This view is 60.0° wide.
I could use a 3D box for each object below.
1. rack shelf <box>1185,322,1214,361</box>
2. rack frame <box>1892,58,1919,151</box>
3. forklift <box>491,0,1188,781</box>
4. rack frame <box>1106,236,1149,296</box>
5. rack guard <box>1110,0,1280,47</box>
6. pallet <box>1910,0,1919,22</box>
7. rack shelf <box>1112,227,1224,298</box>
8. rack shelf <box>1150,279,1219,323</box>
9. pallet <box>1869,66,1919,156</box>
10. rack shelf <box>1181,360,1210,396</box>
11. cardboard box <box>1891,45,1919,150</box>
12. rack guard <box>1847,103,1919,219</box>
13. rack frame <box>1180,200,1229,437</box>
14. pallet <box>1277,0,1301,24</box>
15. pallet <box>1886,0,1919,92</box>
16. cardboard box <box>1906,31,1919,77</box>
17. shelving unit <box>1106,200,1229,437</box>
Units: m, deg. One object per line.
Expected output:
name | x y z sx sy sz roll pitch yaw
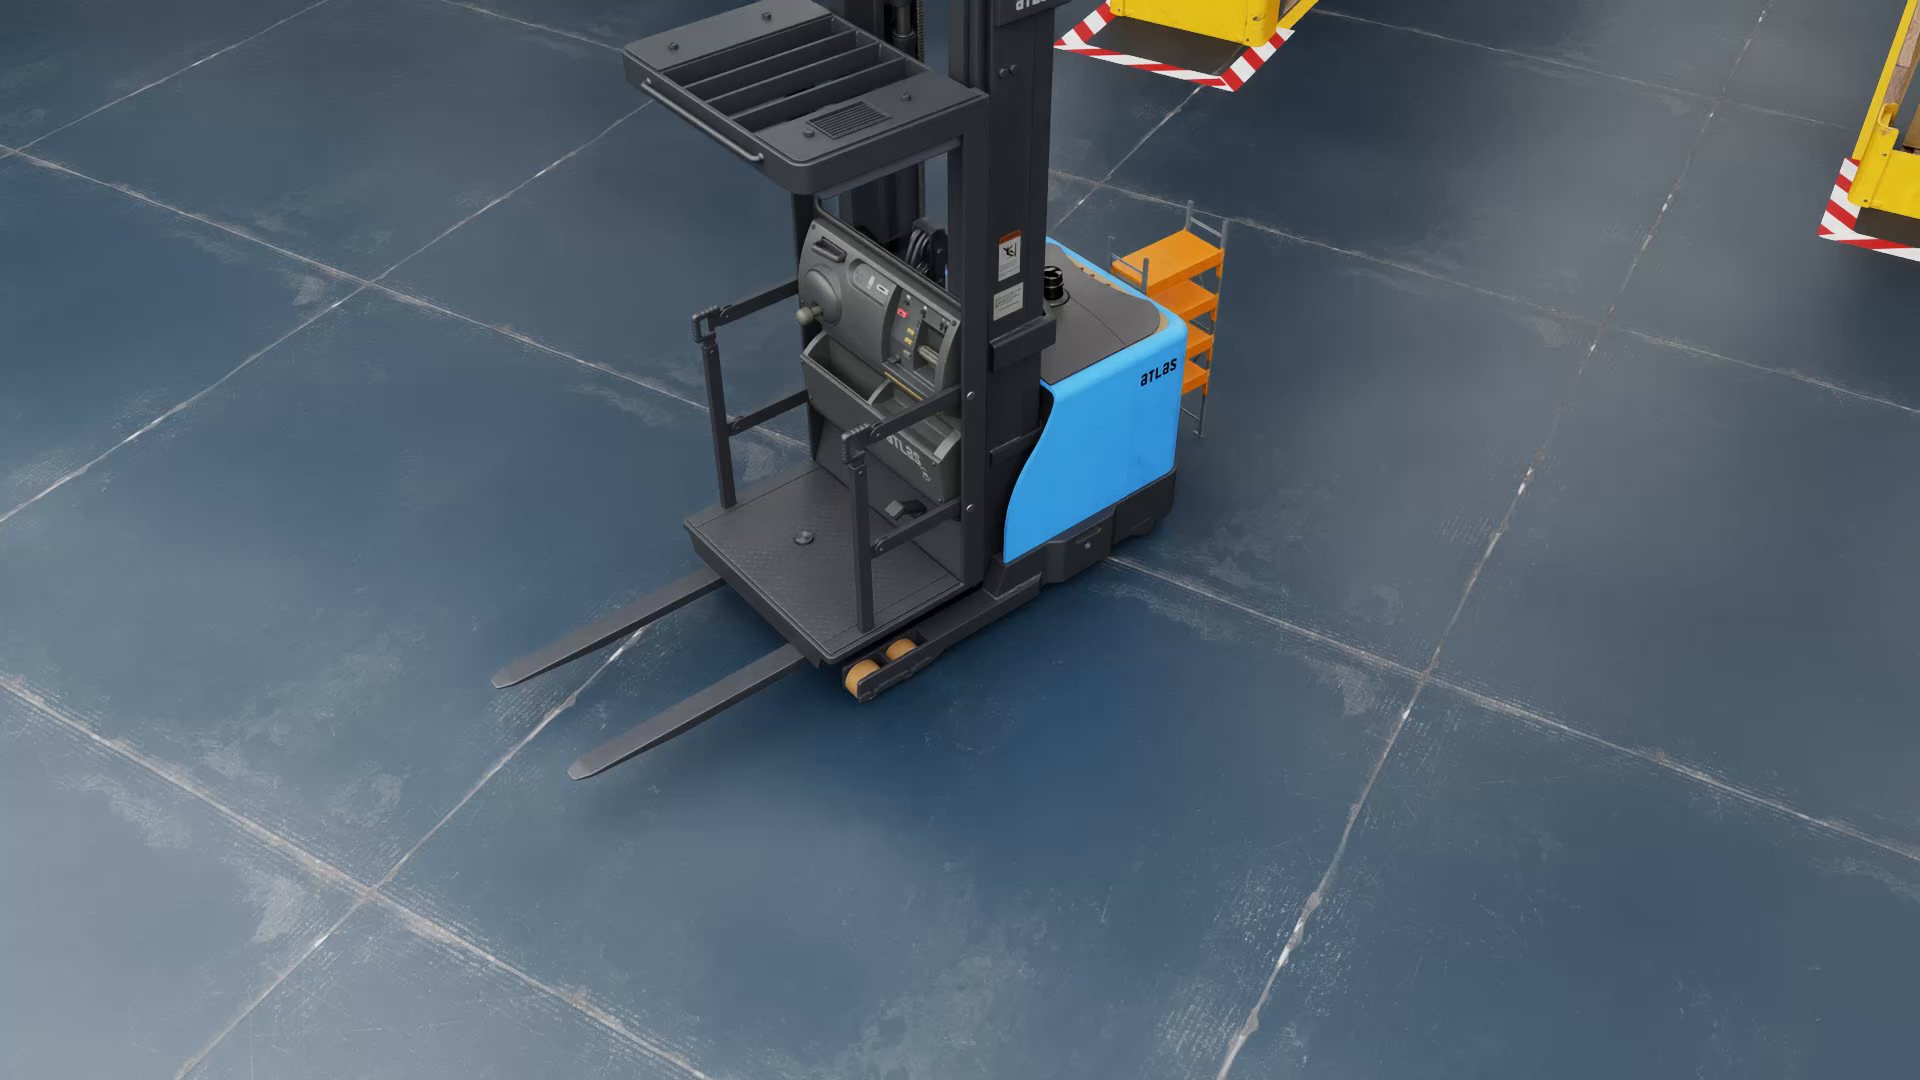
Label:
rack shelf | 0.918 -0.864 7.740 0.480 0.148 0.258 -28 49 -28
rack frame | 5.840 -3.040 8.748 1.000 3.000 0.127 21 45 22
forklift | -0.483 -0.839 6.301 3.031 2.935 1.130 -28 49 -28
rack frame | 0.729 -0.812 7.580 0.015 1.200 0.240 -28 49 -28
rack guard | 1.634 -3.843 11.551 1.175 0.500 0.348 21 45 22
pallet | 7.393 -3.873 11.804 1.003 0.211 1.213 21 45 22
rack shelf | 0.918 -1.209 7.436 0.480 0.148 0.258 -28 49 -28
rack shelf | 0.918 -1.032 7.593 0.480 0.148 0.258 -28 49 -28
pallet | 6.172 -2.477 10.218 1.003 0.211 1.213 21 45 22
rack shelf | 0.918 -0.715 7.872 0.480 0.148 0.258 -28 49 -28
cardboard box | 6.122 -2.810 9.776 0.875 0.875 0.875 21 46 22
rack guard | 5.828 -2.088 9.558 1.175 0.500 0.348 21 45 22
rack frame | 1.107 -1.016 7.812 0.015 1.200 0.240 -28 49 -28
pallet | 2.072 -4.188 12.162 1.003 0.211 1.213 21 45 22
pallet | 6.784 -3.172 11.008 1.003 0.211 1.213 21 45 22
cardboard box | 6.561 -3.314 10.349 0.875 0.875 0.875 20 45 21
shelving unit | 0.918 -0.914 7.696 0.503 1.200 0.258 -28 49 -28
